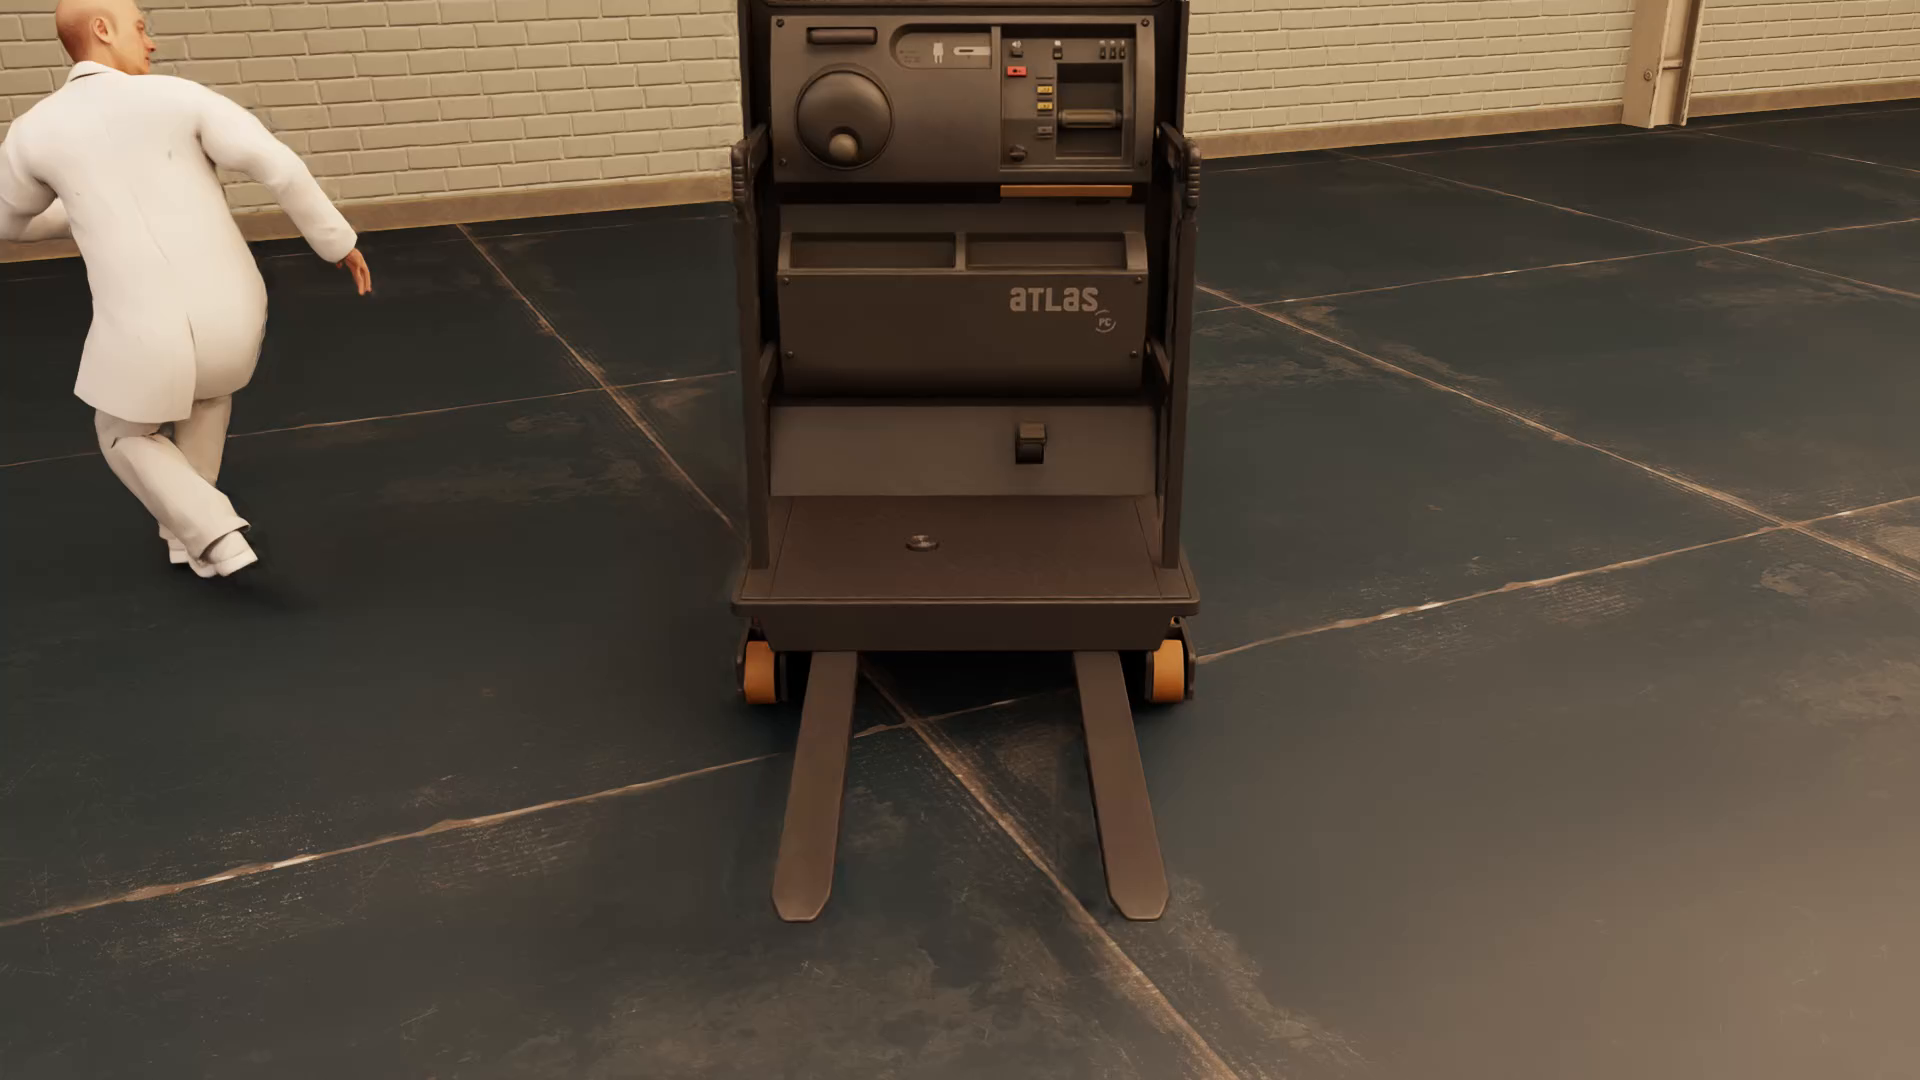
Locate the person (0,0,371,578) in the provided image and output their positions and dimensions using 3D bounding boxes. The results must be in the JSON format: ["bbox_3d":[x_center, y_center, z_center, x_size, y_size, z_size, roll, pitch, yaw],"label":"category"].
[{"bbox_3d":[-2.155,-0.700,4.671,0.926,1.647,0.911,-12,25,-26],"label":"person"}]

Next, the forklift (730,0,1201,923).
[{"bbox_3d":[0.010,-1.062,3.843,1.130,2.935,3.031,0,23,0],"label":"forklift"}]
